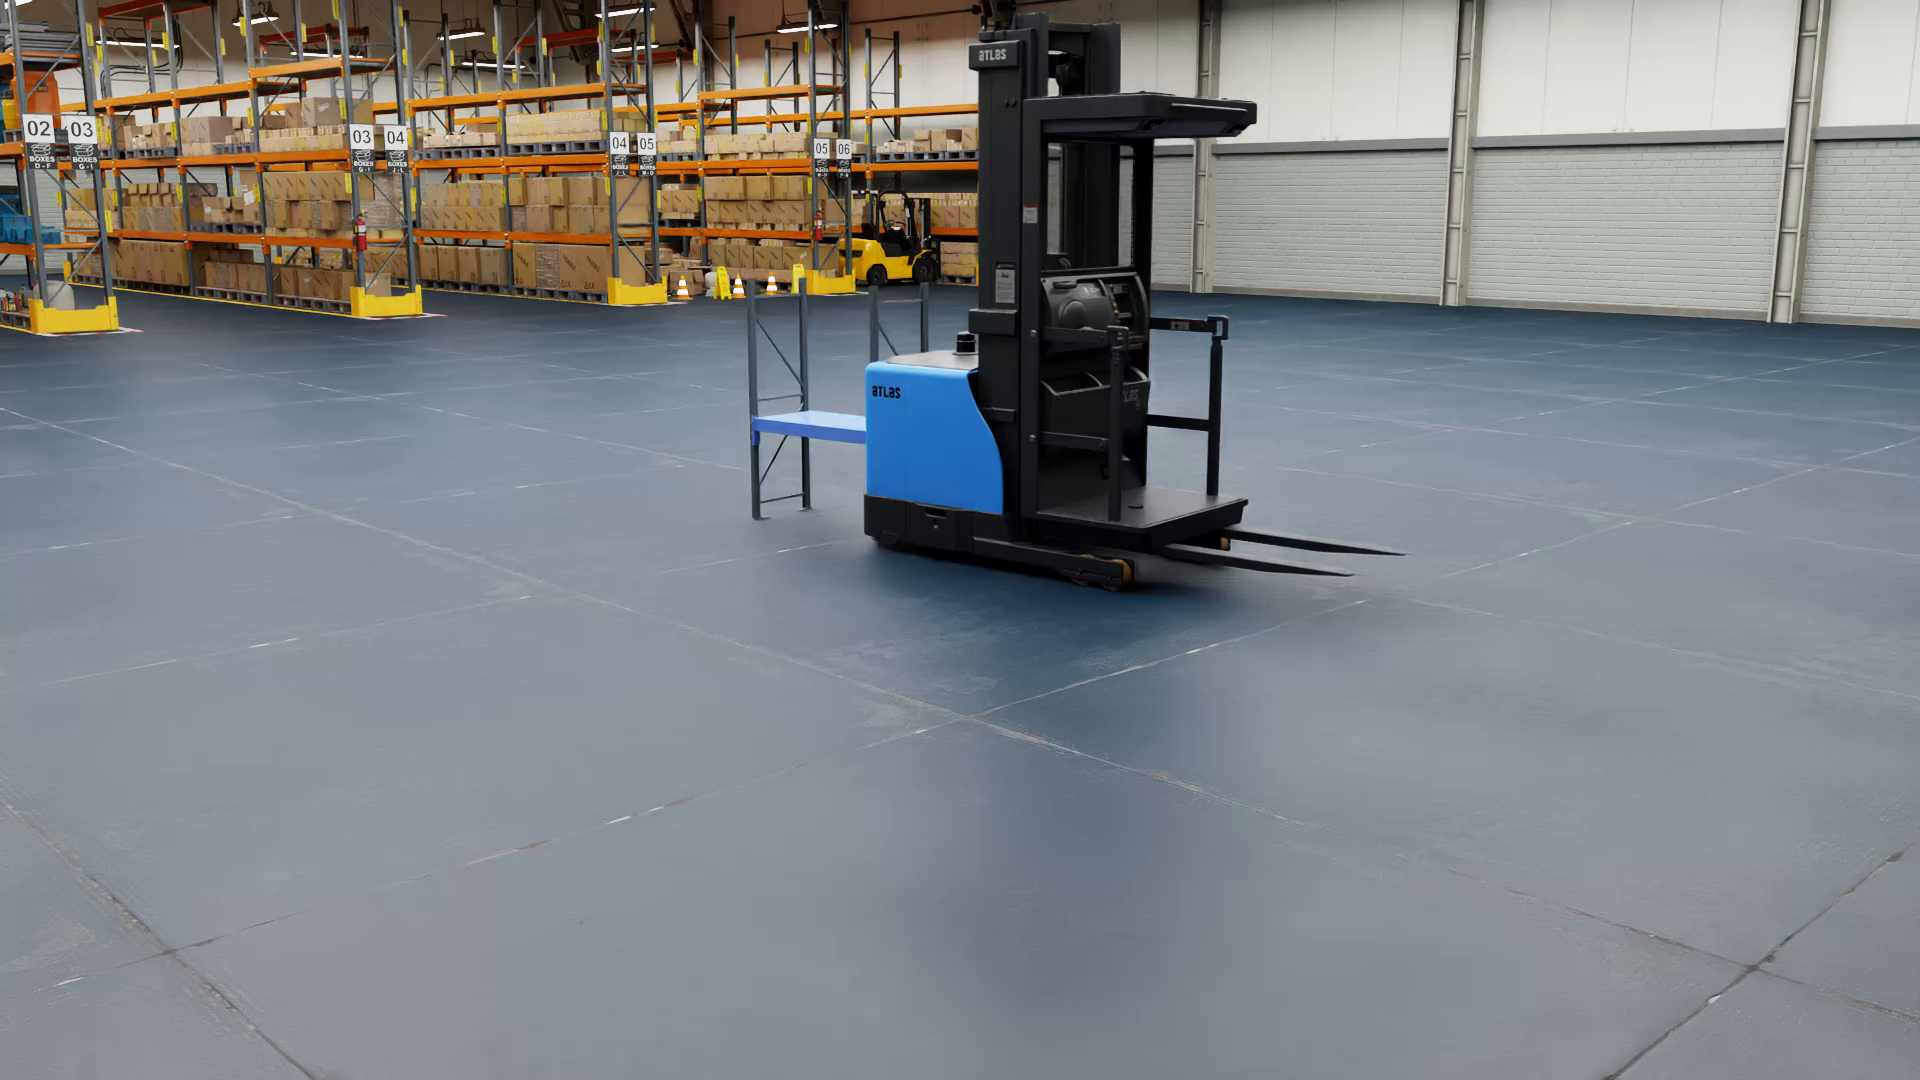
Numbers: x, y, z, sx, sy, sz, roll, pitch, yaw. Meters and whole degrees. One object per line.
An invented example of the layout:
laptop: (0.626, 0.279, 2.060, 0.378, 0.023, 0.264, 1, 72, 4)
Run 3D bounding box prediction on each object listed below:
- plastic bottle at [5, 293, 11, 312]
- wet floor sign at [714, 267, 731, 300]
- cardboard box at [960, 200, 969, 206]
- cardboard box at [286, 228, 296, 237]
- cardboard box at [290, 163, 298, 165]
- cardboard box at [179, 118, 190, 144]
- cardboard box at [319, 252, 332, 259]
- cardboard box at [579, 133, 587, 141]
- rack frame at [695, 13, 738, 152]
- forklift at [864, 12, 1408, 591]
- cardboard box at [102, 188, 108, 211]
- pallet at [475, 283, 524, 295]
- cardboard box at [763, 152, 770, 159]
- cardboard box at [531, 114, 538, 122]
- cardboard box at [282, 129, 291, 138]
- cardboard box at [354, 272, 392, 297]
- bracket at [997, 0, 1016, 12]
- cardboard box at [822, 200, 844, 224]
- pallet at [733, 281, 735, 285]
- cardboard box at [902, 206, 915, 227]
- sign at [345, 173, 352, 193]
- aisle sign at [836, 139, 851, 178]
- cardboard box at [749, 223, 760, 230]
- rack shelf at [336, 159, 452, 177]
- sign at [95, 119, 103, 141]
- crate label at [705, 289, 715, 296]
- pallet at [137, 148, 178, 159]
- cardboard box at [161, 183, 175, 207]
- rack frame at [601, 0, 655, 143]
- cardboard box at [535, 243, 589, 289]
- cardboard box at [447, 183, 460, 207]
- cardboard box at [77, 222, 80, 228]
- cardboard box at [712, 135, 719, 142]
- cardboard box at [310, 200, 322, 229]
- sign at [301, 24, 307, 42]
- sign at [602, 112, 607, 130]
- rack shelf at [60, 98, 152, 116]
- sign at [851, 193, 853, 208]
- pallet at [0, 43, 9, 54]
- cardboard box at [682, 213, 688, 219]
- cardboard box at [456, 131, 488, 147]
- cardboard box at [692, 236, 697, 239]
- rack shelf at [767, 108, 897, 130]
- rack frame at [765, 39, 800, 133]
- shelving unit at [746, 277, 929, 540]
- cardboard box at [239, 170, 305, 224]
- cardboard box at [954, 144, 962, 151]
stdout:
plastic bottle: (-15.145, -3.780, 26.464, 0.061, 0.283, 0.133, -10, 16, -41)
wet floor sign: (-4.774, -5.158, 33.349, 0.232, 0.644, 0.267, 8, 14, 35)
cardboard box: (0.231, -7.848, 38.714, 0.380, 0.149, 0.250, -11, 16, -42)
cardboard box: (-12.037, -5.602, 30.293, 0.380, 0.149, 0.250, -11, 16, -43)
cardboard box: (-16.425, -9.518, 41.616, 0.500, 0.250, 0.500, 11, 16, 43)
cardboard box: (-15.270, -8.189, 33.307, 0.500, 0.500, 0.500, -11, 16, -42)
cardboard box: (-15.706, -7.050, 41.246, 0.250, 0.149, 0.380, 11, 16, 42)
cardboard box: (-7.053, -7.716, 31.830, 0.380, 0.149, 0.250, -11, 16, -42)
rack frame: (-5.479, -10.266, 37.441, 1.000, 3.000, 0.127, -11, 16, -43)
forklift: (0.902, -1.293, 8.921, 3.031, 2.935, 1.130, 9, 15, 38)
cardboard box: (-19.024, -7.658, 37.422, 0.500, 0.500, 0.500, -11, 16, -42)
pallet: (-9.576, -5.360, 35.403, 1.003, 0.211, 1.213, -11, 16, -43)
cardboard box: (-4.029, -8.294, 35.925, 0.250, 0.149, 0.380, 11, 16, 44)
cardboard box: (-8.278, -8.366, 33.008, 0.380, 0.149, 0.250, -11, 16, -42)
cardboard box: (-11.918, -7.295, 29.835, 0.380, 0.149, 0.250, -11, 16, -44)
cardboard box: (-10.303, -4.438, 29.173, 0.500, 0.500, 0.500, -7, 14, -32)
bracket: (1.072, -12.255, 38.173, 0.235, 0.232, 0.430, -11, 16, -43)
cardboard box: (-2.843, -7.047, 35.696, 0.500, 0.500, 0.500, -11, 16, -43)
pallet: (-6.017, -6.076, 38.878, 1.003, 0.211, 1.213, -11, 16, -43)
cardboard box: (-1.051, -7.821, 40.189, 0.500, 0.500, 0.500, -11, 16, -43)
sign: (-10.299, -6.011, 28.000, 0.100, 0.325, 0.005, -11, 16, -43)
aisle sign: (-2.449, -8.052, 35.116, 0.394, 0.787, 0.004, -11, 16, -43)
cardboard box: (-4.422, -6.893, 36.559, 0.380, 0.149, 0.250, -11, 16, -43)
rack shelf: (-13.132, -8.616, 38.647, 1.077, 0.370, 4.000, -11, 16, -43)
sign: (-13.065, -6.223, 25.225, 0.100, 0.325, 0.005, -11, 16, -43)
crate label: (-5.102, -5.127, 34.457, 0.298, 0.136, 0.250, 3, 12, 16)
pallet: (-16.666, -8.157, 35.104, 1.003, 0.211, 1.213, -10, 15, -40)
cardboard box: (-16.350, -7.276, 35.058, 0.797, 0.503, 0.637, -10, 16, -41)
rack frame: (-6.227, -8.978, 31.188, 1.000, 3.000, 0.127, -11, 16, -43)
cardboard box: (-7.980, -5.556, 33.670, 0.875, 0.875, 0.875, -11, 16, -42)
cardboard box: (-10.742, -7.531, 36.305, 0.700, 0.500, 0.500, -11, 16, -43)
cardboard box: (-20.390, -7.365, 38.849, 0.380, 0.149, 0.250, -11, 16, -43)
cardboard box: (-5.296, -8.939, 37.080, 0.380, 0.149, 0.250, -10, 15, -41)
cardboard box: (-10.990, -5.777, 29.534, 0.875, 0.500, 0.500, -11, 16, -43)
sign: (-12.241, -9.454, 30.990, 0.100, 0.325, 0.005, -11, 16, -43)
sign: (-6.629, -7.830, 31.052, 0.100, 0.325, 0.005, -11, 16, -43)
rack shelf: (-19.552, -9.796, 37.935, 1.077, 0.370, 4.000, -11, 16, -43)
sign: (-2.324, -7.244, 35.492, 0.100, 0.325, 0.005, -11, 16, -43)
pallet: (-14.792, -7.612, 26.018, 1.003, 0.211, 1.213, -11, 16, -43)
cardboard box: (-6.203, -7.488, 38.406, 0.250, 0.149, 0.380, 11, 16, 43)
cardboard box: (-10.358, -8.529, 35.373, 0.500, 0.311, 0.500, 11, 16, 43)
cardboard box: (-7.317, -8.552, 46.794, 0.380, 0.149, 0.250, -11, 16, -44)
rack shelf: (-3.272, -10.702, 42.330, 1.077, 0.370, 4.000, -11, 16, -43)
rack frame: (-4.653, -11.542, 43.634, 1.000, 3.000, 0.127, -11, 16, -43)
shelving unit: (-0.753, -0.838, 10.260, 1.048, 1.500, 0.538, 9, 15, 38)
cardboard box: (-13.093, -6.582, 31.898, 1.000, 1.000, 1.000, -11, 16, -42)
cardboard box: (0.079, -9.116, 38.624, 0.250, 0.149, 0.380, 11, 16, 44)
